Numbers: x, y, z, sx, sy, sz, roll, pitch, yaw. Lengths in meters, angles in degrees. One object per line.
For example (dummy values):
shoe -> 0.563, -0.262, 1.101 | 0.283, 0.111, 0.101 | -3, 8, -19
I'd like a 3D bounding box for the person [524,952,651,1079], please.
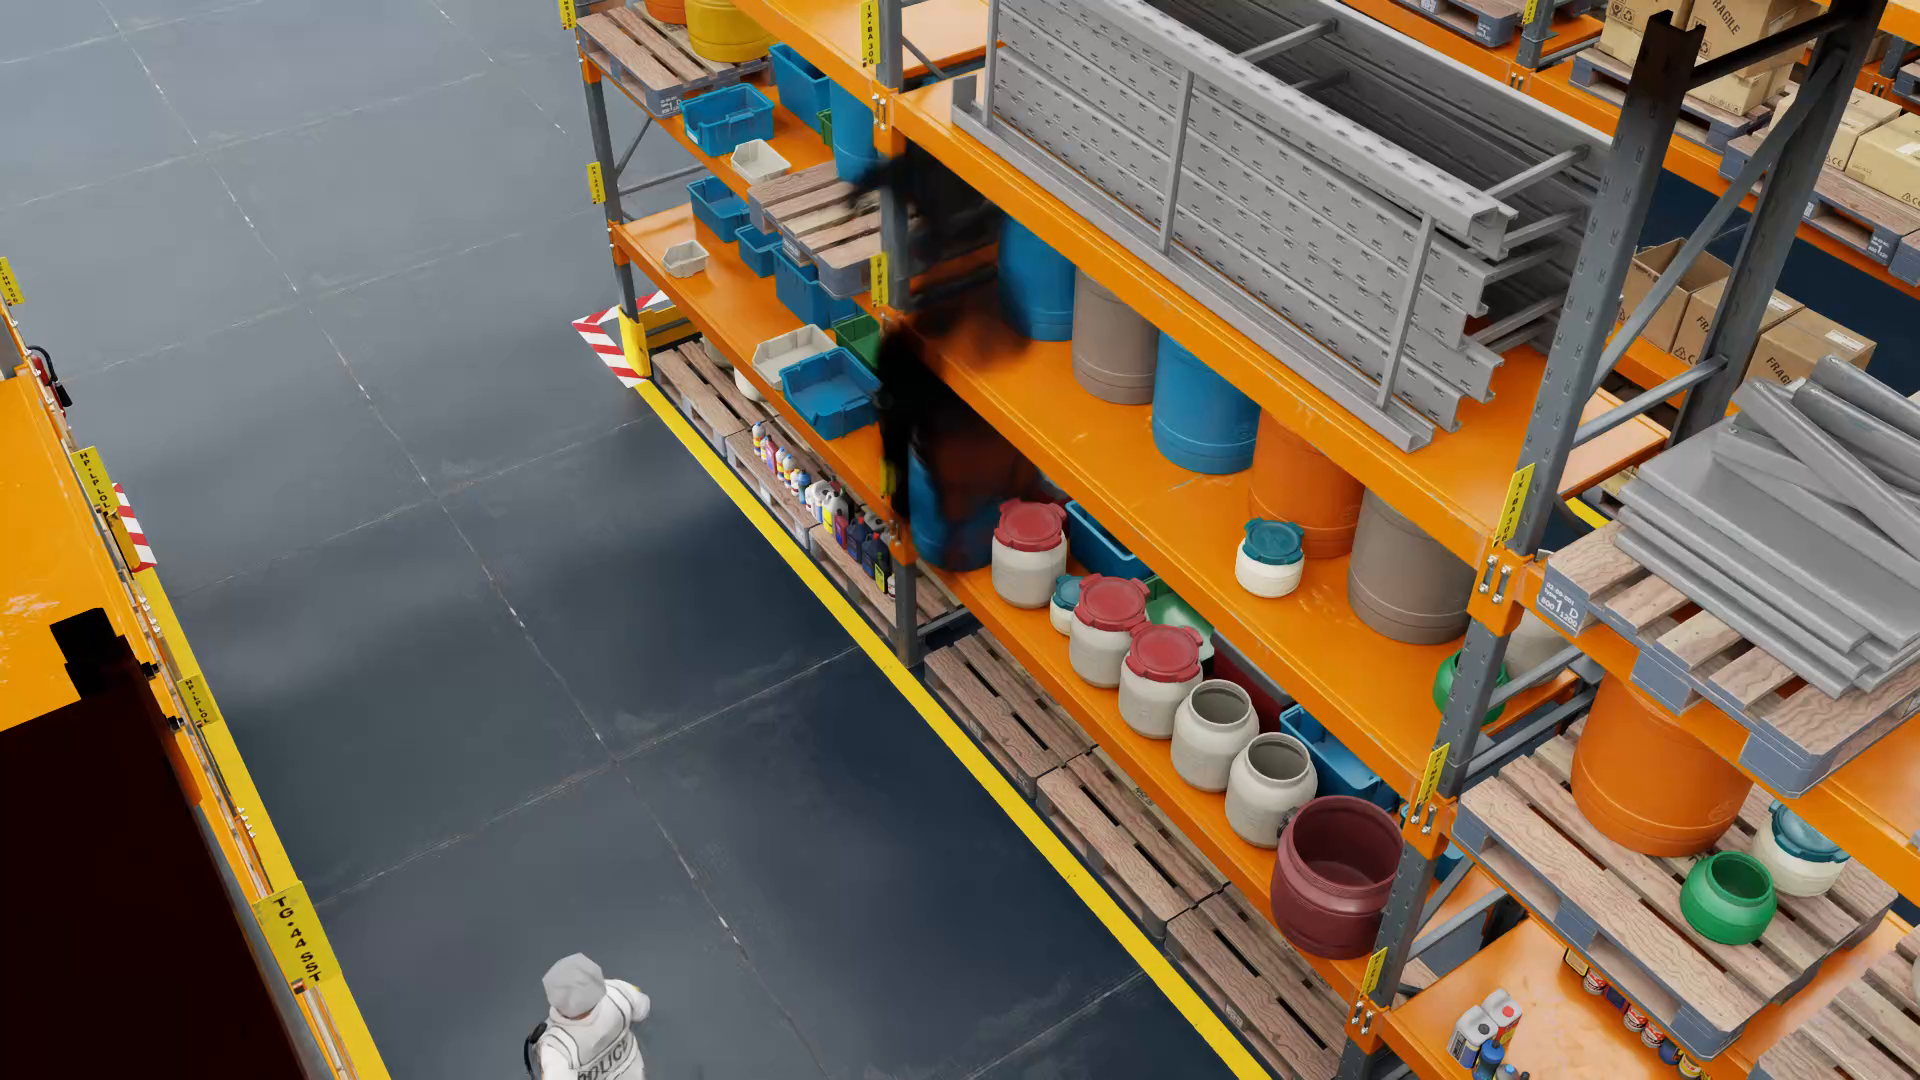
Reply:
person -> -1.614, 2.408, 7.386 | 0.654, 1.827, 0.856 | -33, 52, -30
